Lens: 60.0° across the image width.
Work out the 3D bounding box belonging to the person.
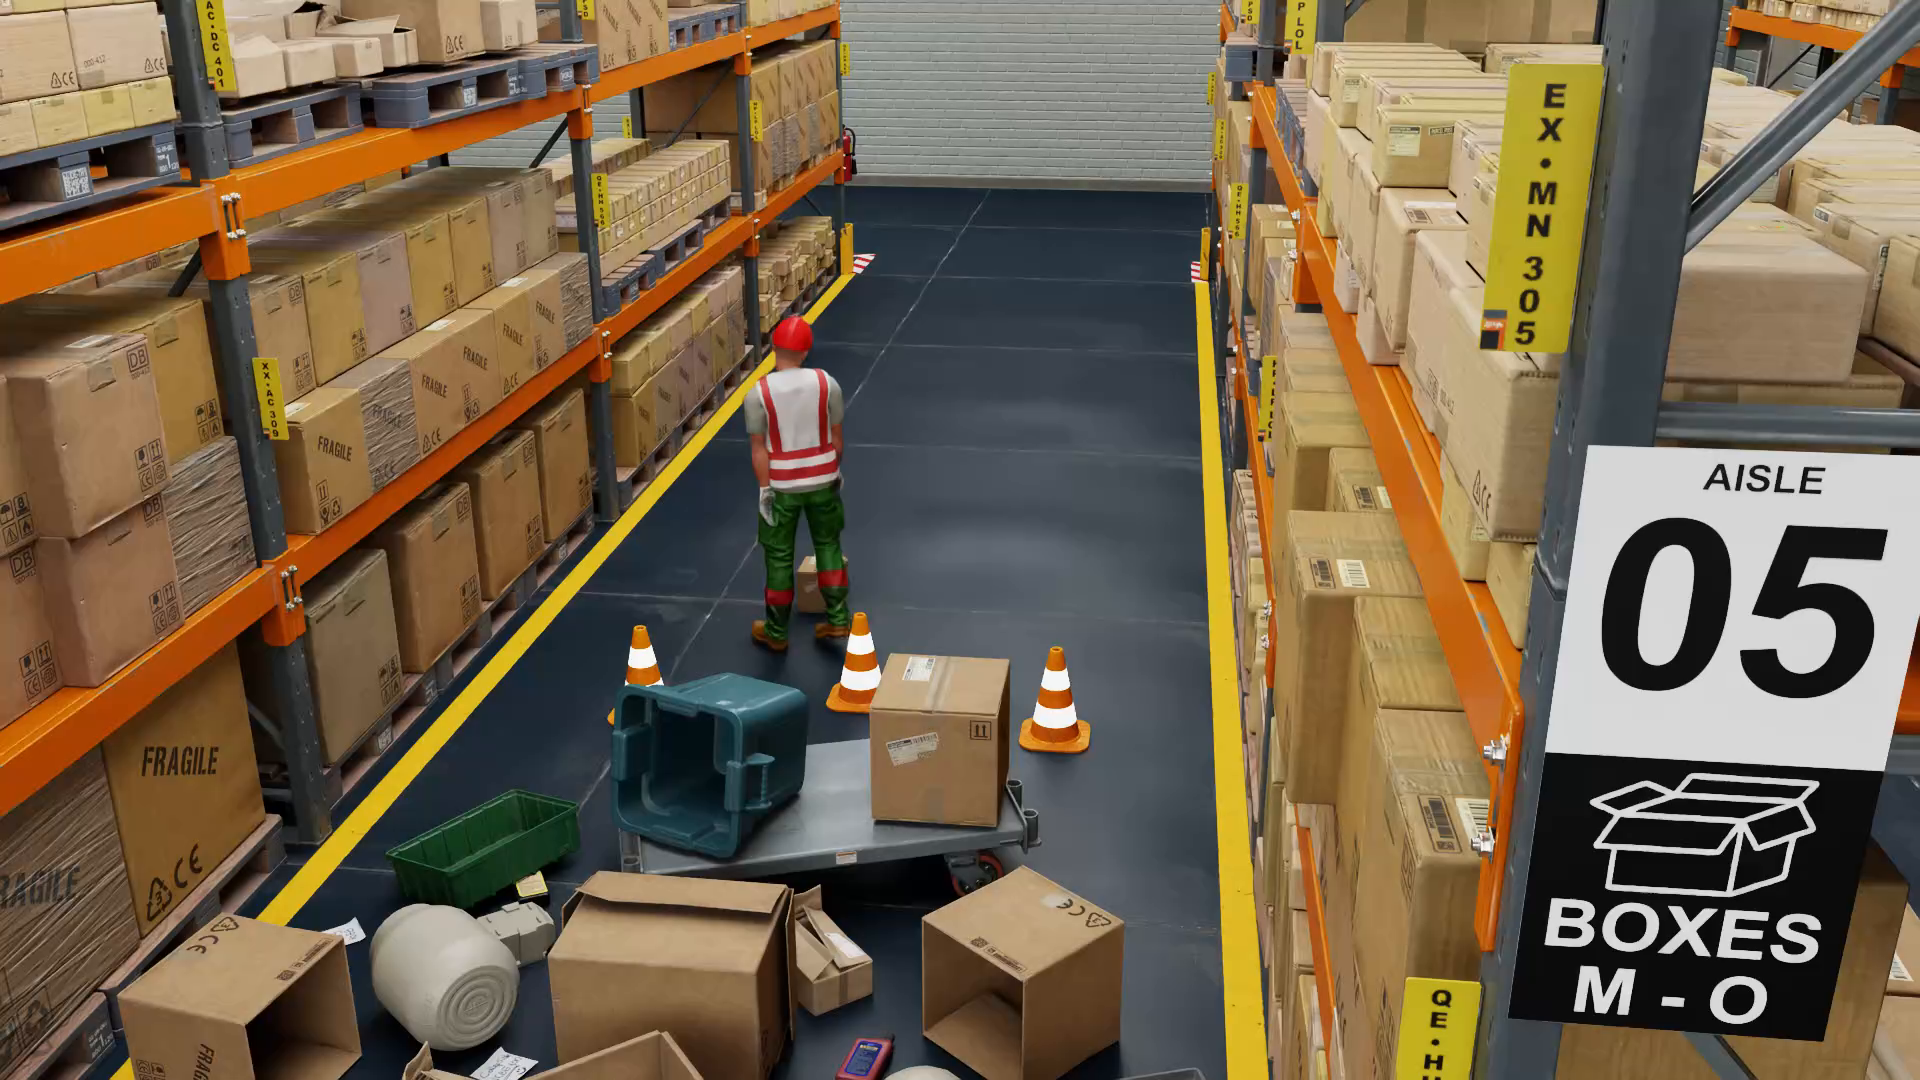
[{"bbox_3d":[-0.852,-0.287,8.716,0.539,1.794,0.413,-7,22,-18],"label":"person"}]
